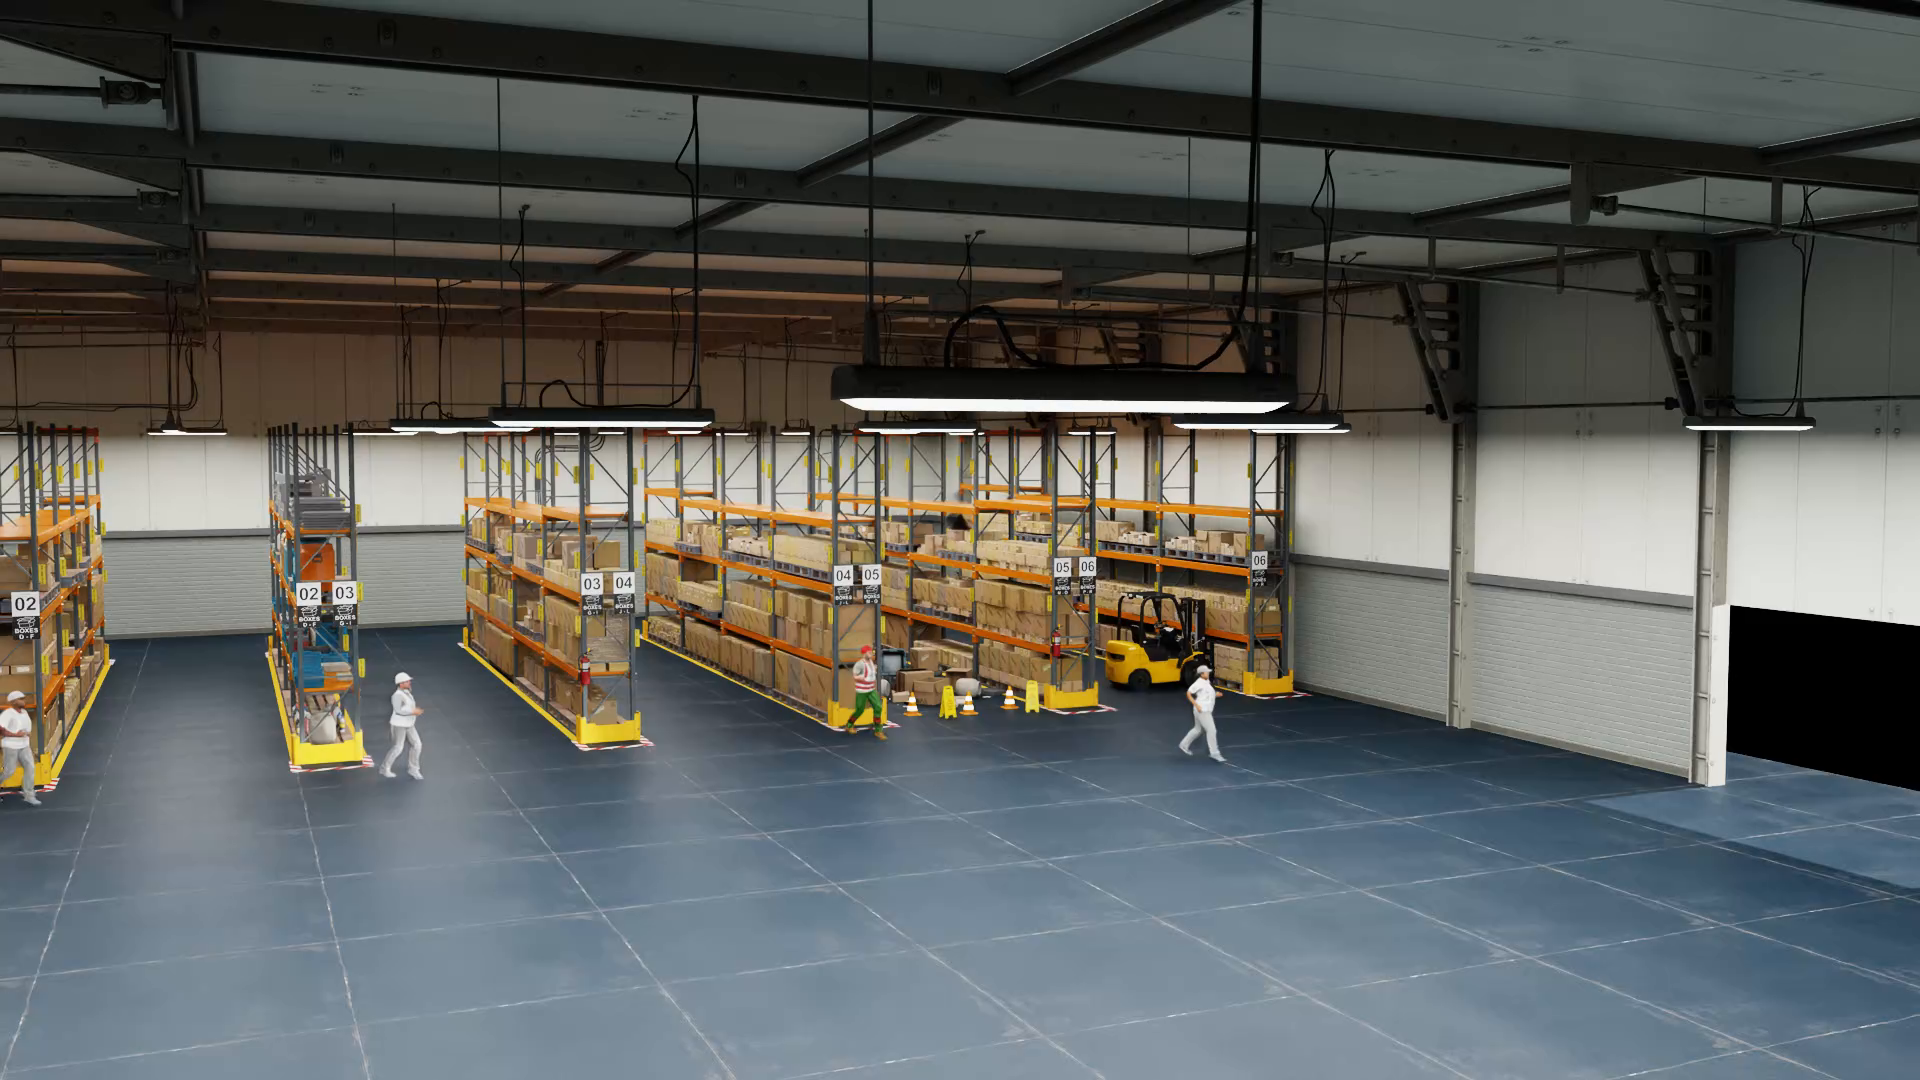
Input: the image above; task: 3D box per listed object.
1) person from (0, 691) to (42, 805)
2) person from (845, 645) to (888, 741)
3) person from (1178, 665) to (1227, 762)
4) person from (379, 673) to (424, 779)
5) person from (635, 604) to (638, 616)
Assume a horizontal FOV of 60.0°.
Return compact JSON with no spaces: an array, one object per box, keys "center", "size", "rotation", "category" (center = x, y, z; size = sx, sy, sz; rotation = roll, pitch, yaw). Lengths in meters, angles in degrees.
[{"center":[-14.711,3.237,25.944],"size":[0.904,1.764,0.719],"rotation":[0,4,8],"category":"person"},{"center":[-1.821,2.893,31.641],"size":[0.933,1.802,0.675],"rotation":[3,4,38],"category":"person"},{"center":[4.312,3.070,29.562],"size":[0.895,1.689,0.594],"rotation":[1,4,17],"category":"person"},{"center":[-9.341,3.140,27.876],"size":[0.773,1.844,0.667],"rotation":[0,3,5],"category":"person"},{"center":[-8.921,2.230,44.463],"size":[0.572,1.597,0.692],"rotation":[-2,4,-32],"category":"person"}]
